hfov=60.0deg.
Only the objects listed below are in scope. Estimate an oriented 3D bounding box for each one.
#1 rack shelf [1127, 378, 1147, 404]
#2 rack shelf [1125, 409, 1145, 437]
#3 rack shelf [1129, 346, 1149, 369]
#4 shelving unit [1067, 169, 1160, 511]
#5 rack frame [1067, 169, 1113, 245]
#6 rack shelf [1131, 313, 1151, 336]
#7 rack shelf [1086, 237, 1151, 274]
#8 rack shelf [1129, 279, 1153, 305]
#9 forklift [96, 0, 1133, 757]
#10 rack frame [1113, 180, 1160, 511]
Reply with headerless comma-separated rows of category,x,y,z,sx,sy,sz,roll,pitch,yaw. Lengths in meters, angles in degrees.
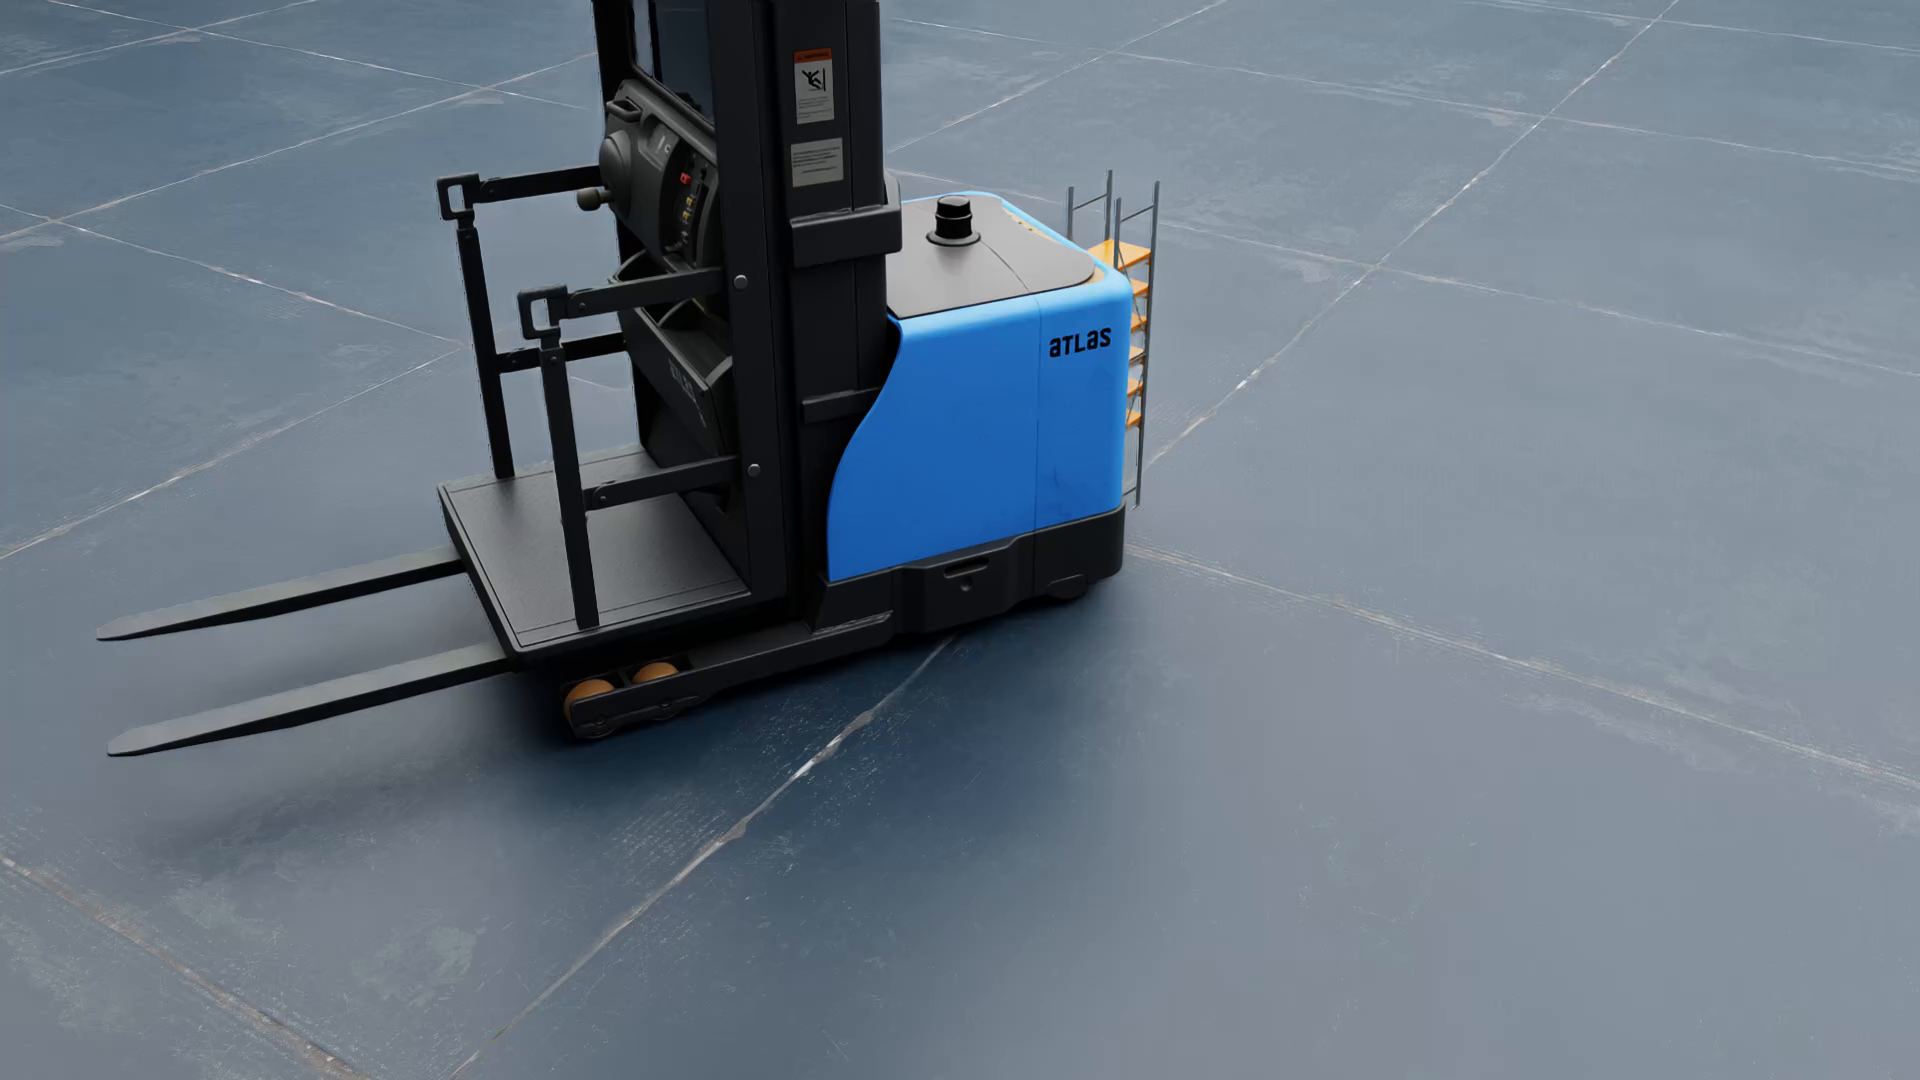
rack shelf,0.495,-0.482,5.712,0.180,0.103,0.258,22,37,33
rack shelf,0.495,-0.379,5.773,0.180,0.103,0.258,22,37,33
rack shelf,0.495,-0.586,5.652,0.180,0.103,0.258,22,37,33
shelving unit,0.495,-0.624,5.629,0.189,1.200,0.258,22,37,33
rack frame,0.424,-0.653,5.679,0.006,1.200,0.240,22,37,33
rack shelf,0.495,-0.690,5.591,0.180,0.103,0.258,22,37,33
rack shelf,0.495,-0.897,5.470,0.180,0.103,0.258,22,37,33
rack shelf,0.495,-0.793,5.531,0.180,0.103,0.258,22,37,33
forklift,-1.019,-1.000,4.556,3.031,2.935,1.130,-14,33,-23
rack frame,0.567,-0.595,5.580,0.006,1.200,0.240,22,37,33
